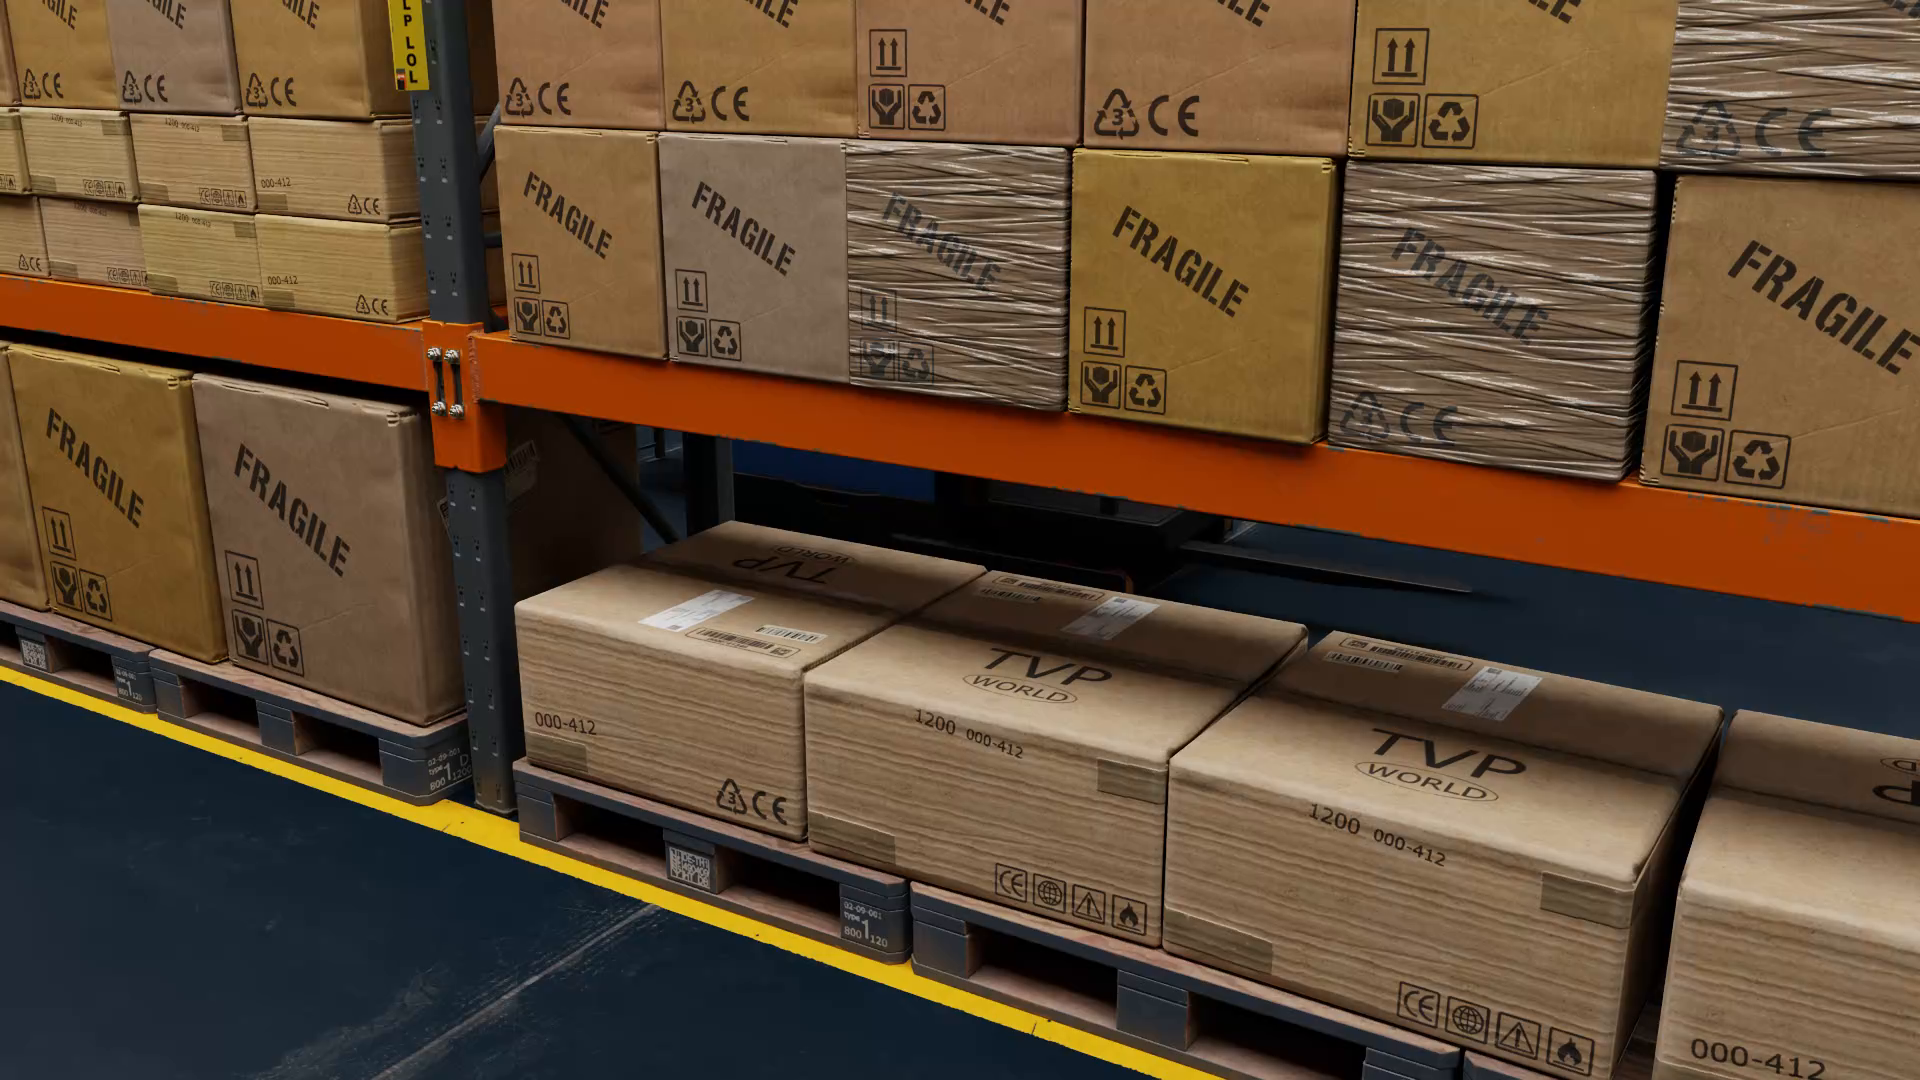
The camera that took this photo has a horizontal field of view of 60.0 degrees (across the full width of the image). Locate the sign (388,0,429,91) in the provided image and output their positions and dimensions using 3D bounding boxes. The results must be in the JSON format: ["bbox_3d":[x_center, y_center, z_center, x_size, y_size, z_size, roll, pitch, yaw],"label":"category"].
[{"bbox_3d":[-1.274,-1.206,3.834,0.005,0.325,0.100,10,20,30],"label":"sign"}]

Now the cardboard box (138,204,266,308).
[{"bbox_3d":[-1.946,-0.837,4.735,0.500,0.250,0.500,10,19,29],"label":"cardboard box"}]

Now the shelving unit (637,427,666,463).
[{"bbox_3d":[-1.185,-0.801,7.583,1.048,1.125,0.538,11,20,32],"label":"shelving unit"}]

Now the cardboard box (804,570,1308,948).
[{"bbox_3d":[0.244,0.458,3.900,0.875,0.438,0.875,9,19,28],"label":"cardboard box"}]

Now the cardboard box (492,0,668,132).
[{"bbox_3d":[-0.719,-1.219,3.842,0.500,0.500,0.500,10,20,30],"label":"cardboard box"}]

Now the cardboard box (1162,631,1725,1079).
[{"bbox_3d":[1.011,0.595,3.447,0.875,0.438,0.875,11,20,32],"label":"cardboard box"}]

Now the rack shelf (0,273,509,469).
[{"bbox_3d":[-2.702,-0.786,5.544,4.000,0.370,1.077,10,20,30],"label":"rack shelf"}]

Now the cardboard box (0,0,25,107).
[{"bbox_3d":[-2.826,-1.591,5.067,0.500,0.500,0.500,10,20,31],"label":"cardboard box"}]

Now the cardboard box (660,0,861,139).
[{"bbox_3d":[-0.292,-1.141,3.584,0.500,0.500,0.500,10,19,29],"label":"cardboard box"}]

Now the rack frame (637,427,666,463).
[{"bbox_3d":[-1.606,-0.884,7.856,0.032,1.125,0.500,11,20,32],"label":"rack frame"}]

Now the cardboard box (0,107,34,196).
[{"bbox_3d":[-2.821,-1.225,5.151,0.500,0.250,0.500,11,20,31],"label":"cardboard box"}]

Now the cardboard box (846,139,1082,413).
[{"bbox_3d":[0.112,-0.582,3.465,0.500,0.500,0.500,10,20,30],"label":"cardboard box"}]

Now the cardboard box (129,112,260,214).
[{"bbox_3d":[-1.931,-1.074,4.654,0.500,0.250,0.500,11,20,31],"label":"cardboard box"}]

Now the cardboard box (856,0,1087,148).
[{"bbox_3d":[0.139,-1.060,3.318,0.500,0.500,0.500,11,20,31],"label":"cardboard box"}]

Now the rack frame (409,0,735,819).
[{"bbox_3d":[-0.998,-0.826,4.438,0.127,3.000,1.000,10,20,30],"label":"rack frame"}]

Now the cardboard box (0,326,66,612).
[{"bbox_3d":[-3.104,-0.356,5.825,0.875,0.875,0.875,10,20,31],"label":"cardboard box"}]

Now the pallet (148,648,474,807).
[{"bbox_3d":[-1.695,0.410,5.168,1.213,0.211,1.003,10,20,30],"label":"pallet"}]

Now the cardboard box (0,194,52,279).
[{"bbox_3d":[-2.808,-0.996,5.258,0.500,0.250,0.500,10,20,30],"label":"cardboard box"}]

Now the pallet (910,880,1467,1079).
[{"bbox_3d":[0.653,0.829,3.789,1.213,0.211,1.003,10,20,30],"label":"pallet"}]

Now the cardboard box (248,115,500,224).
[{"bbox_3d":[-1.501,-1.000,4.410,0.500,0.250,0.500,10,20,30],"label":"cardboard box"}]

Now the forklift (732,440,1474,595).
[{"bbox_3d":[0.544,-1.314,6.163,3.031,2.935,1.130,9,19,28],"label":"forklift"}]

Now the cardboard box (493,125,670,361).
[{"bbox_3d":[-0.735,-0.737,3.975,0.500,0.500,0.500,11,20,32],"label":"cardboard box"}]

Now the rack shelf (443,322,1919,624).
[{"bbox_3d":[0.706,-0.177,3.541,4.000,0.370,1.077,10,20,30],"label":"rack shelf"}]

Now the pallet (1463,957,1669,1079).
[{"bbox_3d":[1.688,1.015,3.177,1.213,0.211,1.003,10,20,30],"label":"pallet"}]

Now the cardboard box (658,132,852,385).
[{"bbox_3d":[-0.309,-0.660,3.720,0.500,0.500,0.500,10,20,30],"label":"cardboard box"}]

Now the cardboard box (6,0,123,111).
[{"bbox_3d":[-2.377,-1.516,4.820,0.500,0.500,0.500,11,20,32],"label":"cardboard box"}]

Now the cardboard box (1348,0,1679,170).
[{"bbox_3d":[0.995,-0.906,2.810,0.500,0.500,0.500,10,20,30],"label":"cardboard box"}]

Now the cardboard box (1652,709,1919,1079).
[{"bbox_3d":[1.796,0.732,2.995,0.875,0.438,0.875,9,19,28],"label":"cardboard box"}]

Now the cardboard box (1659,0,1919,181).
[{"bbox_3d":[1.414,-0.830,2.560,0.500,0.500,0.500,10,20,30],"label":"cardboard box"}]

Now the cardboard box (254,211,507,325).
[{"bbox_3d":[-1.512,-0.760,4.479,0.500,0.250,0.500,10,19,29],"label":"cardboard box"}]

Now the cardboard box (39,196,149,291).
[{"bbox_3d":[-2.366,-0.919,5.003,0.500,0.250,0.500,10,19,29],"label":"cardboard box"}]

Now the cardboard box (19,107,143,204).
[{"bbox_3d":[-2.375,-1.151,4.908,0.500,0.250,0.500,11,20,31],"label":"cardboard box"}]

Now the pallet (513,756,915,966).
[{"bbox_3d":[-0.391,0.644,4.399,1.213,0.211,1.003,10,20,30],"label":"pallet"}]

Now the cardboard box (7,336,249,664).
[{"bbox_3d":[-2.342,-0.220,5.377,0.875,0.875,0.875,11,20,32],"label":"cardboard box"}]

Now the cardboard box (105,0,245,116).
[{"bbox_3d":[-1.955,-1.434,4.550,0.500,0.500,0.500,11,20,31],"label":"cardboard box"}]

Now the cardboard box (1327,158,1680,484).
[{"bbox_3d":[0.998,-0.429,2.959,0.500,0.500,0.500,11,20,32],"label":"cardboard box"}]

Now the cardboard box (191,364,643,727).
[{"bbox_3d":[-1.568,-0.084,4.931,0.875,0.875,0.875,11,20,32],"label":"cardboard box"}]

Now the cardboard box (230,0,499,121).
[{"bbox_3d":[-1.510,-1.358,4.297,0.500,0.500,0.500,11,20,32],"label":"cardboard box"}]

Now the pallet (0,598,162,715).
[{"bbox_3d":[-2.739,0.225,5.778,1.213,0.211,1.003,10,20,30],"label":"pallet"}]

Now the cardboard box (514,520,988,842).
[{"bbox_3d":[-0.519,0.322,4.347,0.875,0.438,0.875,10,19,29],"label":"cardboard box"}]

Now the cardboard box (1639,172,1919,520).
[{"bbox_3d":[1.441,-0.353,2.710,0.500,0.500,0.500,10,19,29],"label":"cardboard box"}]

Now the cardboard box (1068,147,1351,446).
[{"bbox_3d":[0.551,-0.504,3.207,0.500,0.500,0.500,11,20,32],"label":"cardboard box"}]

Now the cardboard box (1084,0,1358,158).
[{"bbox_3d":[0.567,-0.983,3.064,0.500,0.500,0.500,10,20,30],"label":"cardboard box"}]
